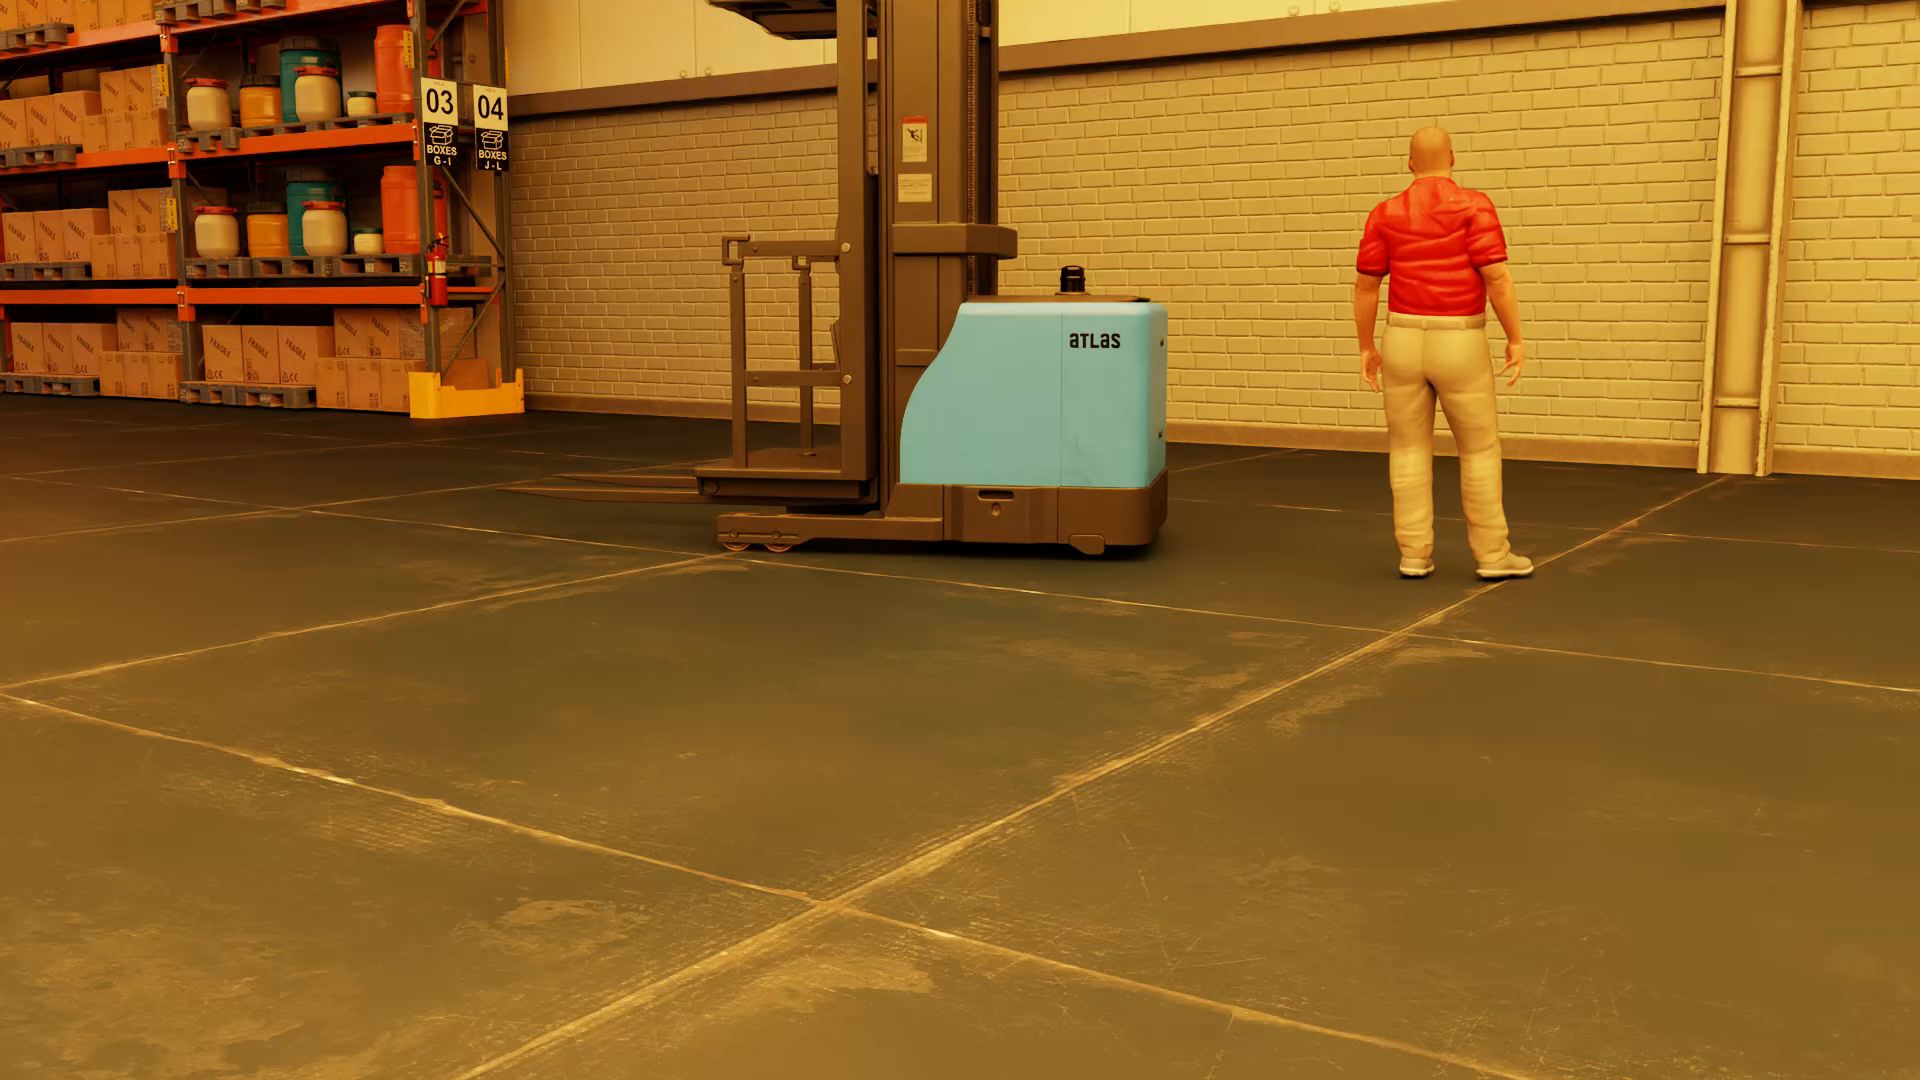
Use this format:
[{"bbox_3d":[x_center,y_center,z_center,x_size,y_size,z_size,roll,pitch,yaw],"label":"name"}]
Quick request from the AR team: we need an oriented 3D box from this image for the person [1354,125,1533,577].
[{"bbox_3d":[1.893,-0.719,6.490,0.651,1.734,0.538,5,10,33],"label":"person"}]

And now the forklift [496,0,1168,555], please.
[{"bbox_3d":[-0.596,-1.469,7.520,3.031,2.935,1.130,2,8,12],"label":"forklift"}]
